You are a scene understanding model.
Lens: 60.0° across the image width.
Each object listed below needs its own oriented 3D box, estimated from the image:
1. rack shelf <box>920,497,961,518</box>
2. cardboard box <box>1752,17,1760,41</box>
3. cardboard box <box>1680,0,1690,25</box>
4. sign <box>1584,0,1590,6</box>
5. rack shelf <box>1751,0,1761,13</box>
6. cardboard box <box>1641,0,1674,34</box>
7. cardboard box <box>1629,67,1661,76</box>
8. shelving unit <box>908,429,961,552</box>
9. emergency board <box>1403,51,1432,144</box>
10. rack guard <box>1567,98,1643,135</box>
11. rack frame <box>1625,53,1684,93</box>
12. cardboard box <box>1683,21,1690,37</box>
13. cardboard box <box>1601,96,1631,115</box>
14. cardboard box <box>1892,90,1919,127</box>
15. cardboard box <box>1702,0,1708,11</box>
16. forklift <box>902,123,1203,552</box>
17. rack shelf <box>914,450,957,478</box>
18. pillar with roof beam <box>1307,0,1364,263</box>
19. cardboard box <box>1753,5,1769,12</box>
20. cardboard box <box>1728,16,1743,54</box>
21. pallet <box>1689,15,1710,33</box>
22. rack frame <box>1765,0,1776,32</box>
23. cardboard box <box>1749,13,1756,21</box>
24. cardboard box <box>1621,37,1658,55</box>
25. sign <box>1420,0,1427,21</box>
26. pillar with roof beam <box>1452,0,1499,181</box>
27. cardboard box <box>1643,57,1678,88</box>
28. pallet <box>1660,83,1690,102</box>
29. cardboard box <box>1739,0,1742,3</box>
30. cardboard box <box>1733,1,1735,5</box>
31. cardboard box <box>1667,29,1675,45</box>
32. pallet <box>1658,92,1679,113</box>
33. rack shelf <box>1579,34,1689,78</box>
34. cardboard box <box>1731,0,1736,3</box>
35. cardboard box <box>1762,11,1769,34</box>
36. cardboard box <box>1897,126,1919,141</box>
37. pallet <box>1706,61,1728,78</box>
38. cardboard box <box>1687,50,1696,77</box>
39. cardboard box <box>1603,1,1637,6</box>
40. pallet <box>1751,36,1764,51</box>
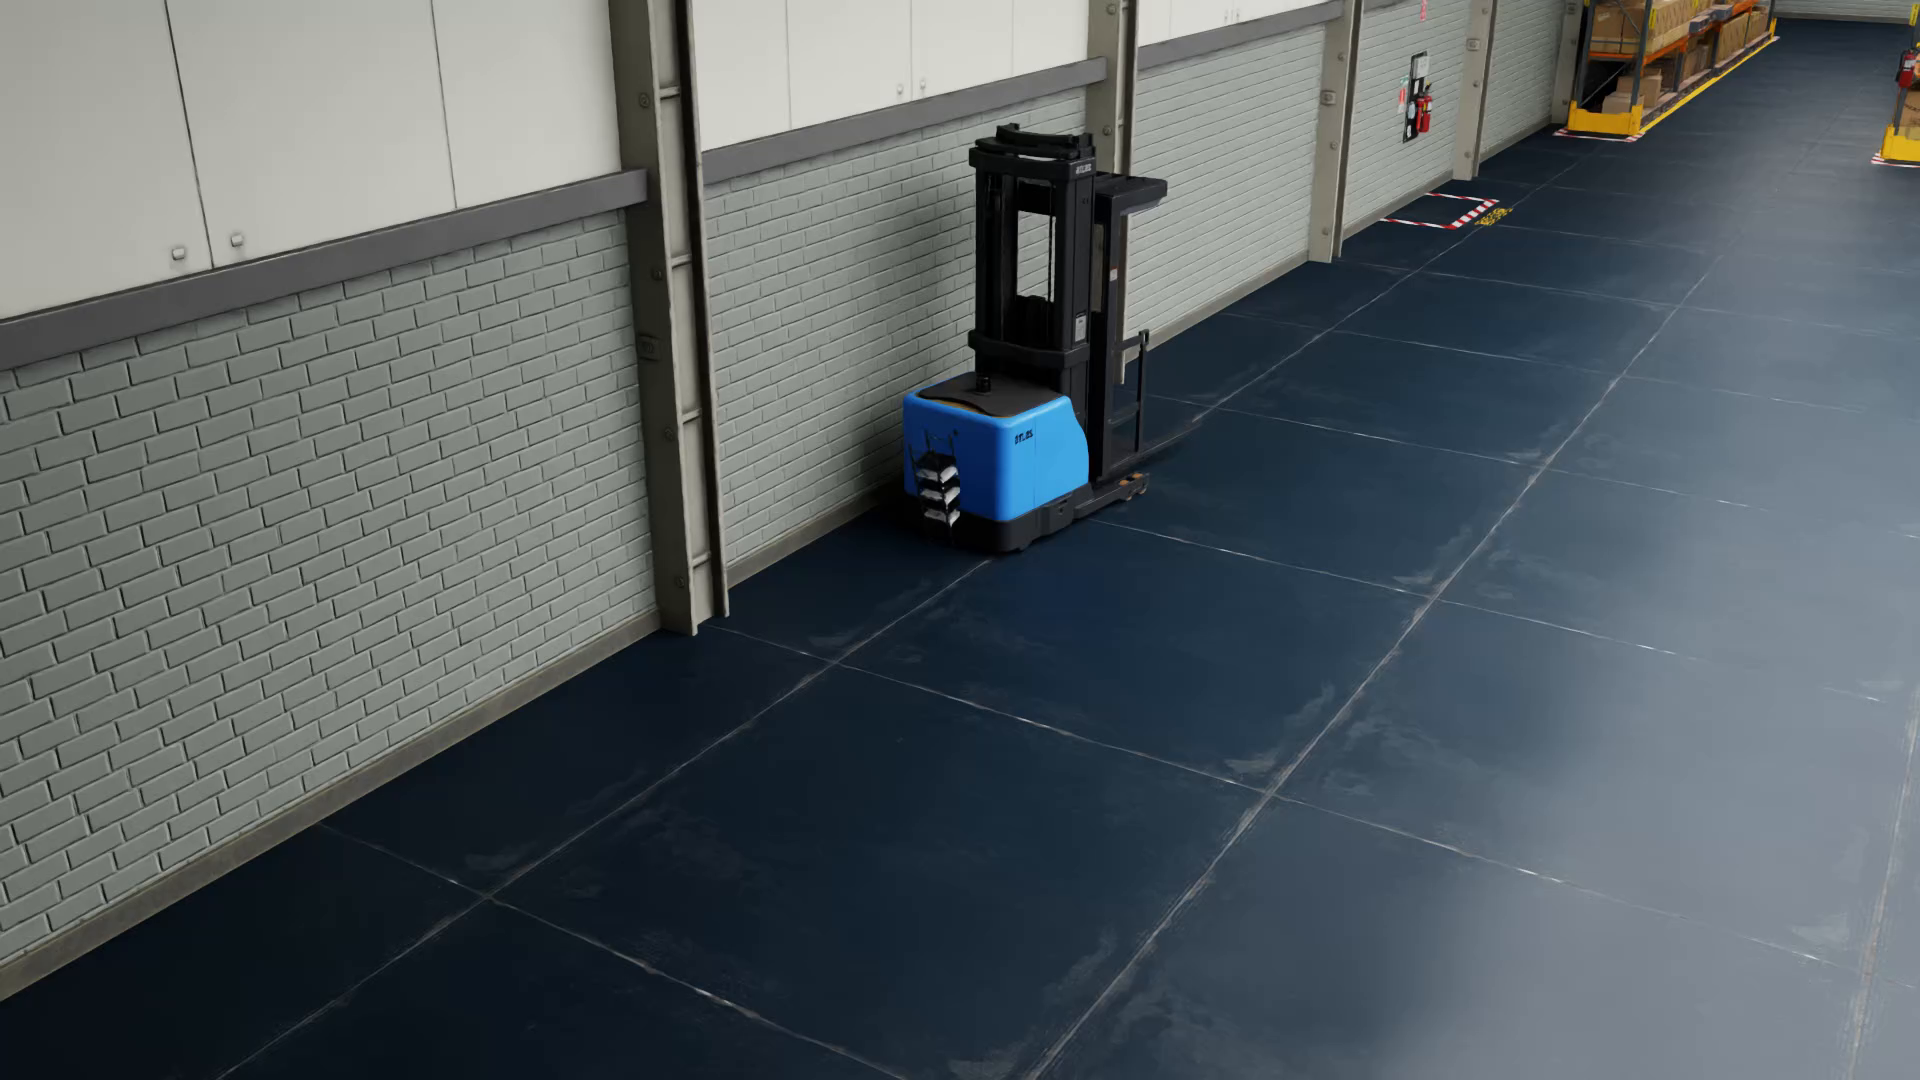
[{"bbox_3d":[-0.130,-0.262,12.320,0.258,0.077,0.200,15,42,33],"label":"rack shelf"},{"bbox_3d":[18.566,-12.182,39.569,0.700,0.500,0.500,15,27,30],"label":"cardboard box"},{"bbox_3d":[13.079,-9.755,30.563,0.500,0.500,0.500,14,27,29],"label":"cardboard box"},{"bbox_3d":[10.753,-9.314,28.469,0.100,0.325,0.005,14,27,29],"label":"sign"},{"bbox_3d":[18.599,-12.909,39.535,1.077,0.370,4.000,14,27,29],"label":"rack shelf"},{"bbox_3d":[12.269,-9.235,29.361,0.500,0.500,0.500,13,27,27],"label":"cardboard box"},{"bbox_3d":[12.811,-8.560,31.177,0.500,0.500,0.500,12,26,25],"label":"cardboard box"},{"bbox_3d":[-0.149,-0.362,12.250,0.258,0.900,0.210,15,42,33],"label":"shelving unit"},{"bbox_3d":[6.348,-6.081,22.856,0.194,1.169,0.643,14,27,29],"label":"emergency board"},{"bbox_3d":[11.254,-7.393,29.033,1.175,0.500,0.348,14,27,29],"label":"rack guard"},{"bbox_3d":[13.324,-9.864,31.596,1.000,3.000,0.127,14,27,29],"label":"rack frame"},{"bbox_3d":[13.332,-9.581,31.106,0.500,0.250,0.500,14,27,29],"label":"cardboard box"},{"bbox_3d":[11.656,-7.697,29.420,0.500,0.311,0.500,11,26,23],"label":"cardboard box"},{"bbox_3d":[15.455,-6.996,26.958,0.500,0.500,0.500,14,27,29],"label":"cardboard box"},{"bbox_3d":[14.557,-10.876,33.254,0.700,0.500,0.500,14,27,29],"label":"cardboard box"},{"bbox_3d":[0.881,-1.771,12.987,1.130,2.935,3.031,18,29,36],"label":"forklift"},{"bbox_3d":[-0.186,-0.553,12.116,0.258,0.077,0.200,15,42,33],"label":"rack shelf"},{"bbox_3d":[8.176,-6.732,16.810,9.100,9.000,0.400,14,27,29],"label":"pillar with roof beam"},{"bbox_3d":[19.457,-12.919,40.453,0.380,0.149,0.250,14,27,28],"label":"cardboard box"},{"bbox_3d":[16.846,-11.223,36.913,0.750,0.750,0.750,15,27,31],"label":"cardboard box"},{"bbox_3d":[13.851,-10.004,32.159,1.003,0.211,1.213,14,27,29],"label":"pallet"},{"bbox_3d":[19.654,-13.914,40.952,1.000,3.000,0.127,14,27,29],"label":"rack frame"},{"bbox_3d":[18.362,-12.216,38.829,0.380,0.149,0.250,15,28,31],"label":"cardboard box"},{"bbox_3d":[11.742,-8.553,28.730,0.500,0.250,0.500,13,27,27],"label":"cardboard box"},{"bbox_3d":[6.259,-7.162,22.437,0.001,0.298,0.199,14,27,29],"label":"sign"},{"bbox_3d":[11.341,-8.758,21.488,9.100,9.000,0.400,14,27,29],"label":"pillar with roof beam"},{"bbox_3d":[13.699,-9.171,32.587,0.700,0.500,0.500,15,28,31],"label":"cardboard box"},{"bbox_3d":[13.734,-8.848,32.758,1.003,0.211,1.213,14,27,29],"label":"pallet"},{"bbox_3d":[17.044,-11.947,36.697,0.380,0.149,0.250,14,27,29],"label":"cardboard box"},{"bbox_3d":[16.605,-11.691,36.106,0.380,0.149,0.250,14,27,29],"label":"cardboard box"},{"bbox_3d":[12.546,-9.072,29.929,0.500,0.250,0.500,14,27,29],"label":"cardboard box"},{"bbox_3d":[13.000,-8.350,31.609,1.003,0.211,1.213,14,27,29],"label":"pallet"},{"bbox_3d":[12.269,-8.859,30.180,1.077,0.370,4.000,14,27,29],"label":"rack shelf"},{"bbox_3d":[16.192,-11.691,35.290,0.500,0.500,0.500,15,28,31],"label":"cardboard box"},{"bbox_3d":[19.370,-12.703,40.771,0.700,0.500,0.500,14,27,29],"label":"cardboard box"},{"bbox_3d":[15.457,-6.651,27.106,0.500,0.250,0.500,14,27,29],"label":"cardboard box"},{"bbox_3d":[15.914,-10.185,35.847,1.003,0.211,1.213,14,27,29],"label":"pallet"},{"bbox_3d":[14.490,-9.692,33.791,0.700,0.500,0.500,14,27,29],"label":"cardboard box"},{"bbox_3d":[11.556,-9.170,29.212,0.500,0.500,0.500,14,27,30],"label":"cardboard box"},{"bbox_3d":[18.655,-11.938,39.897,1.003,0.211,1.213,14,27,29],"label":"pallet"}]
